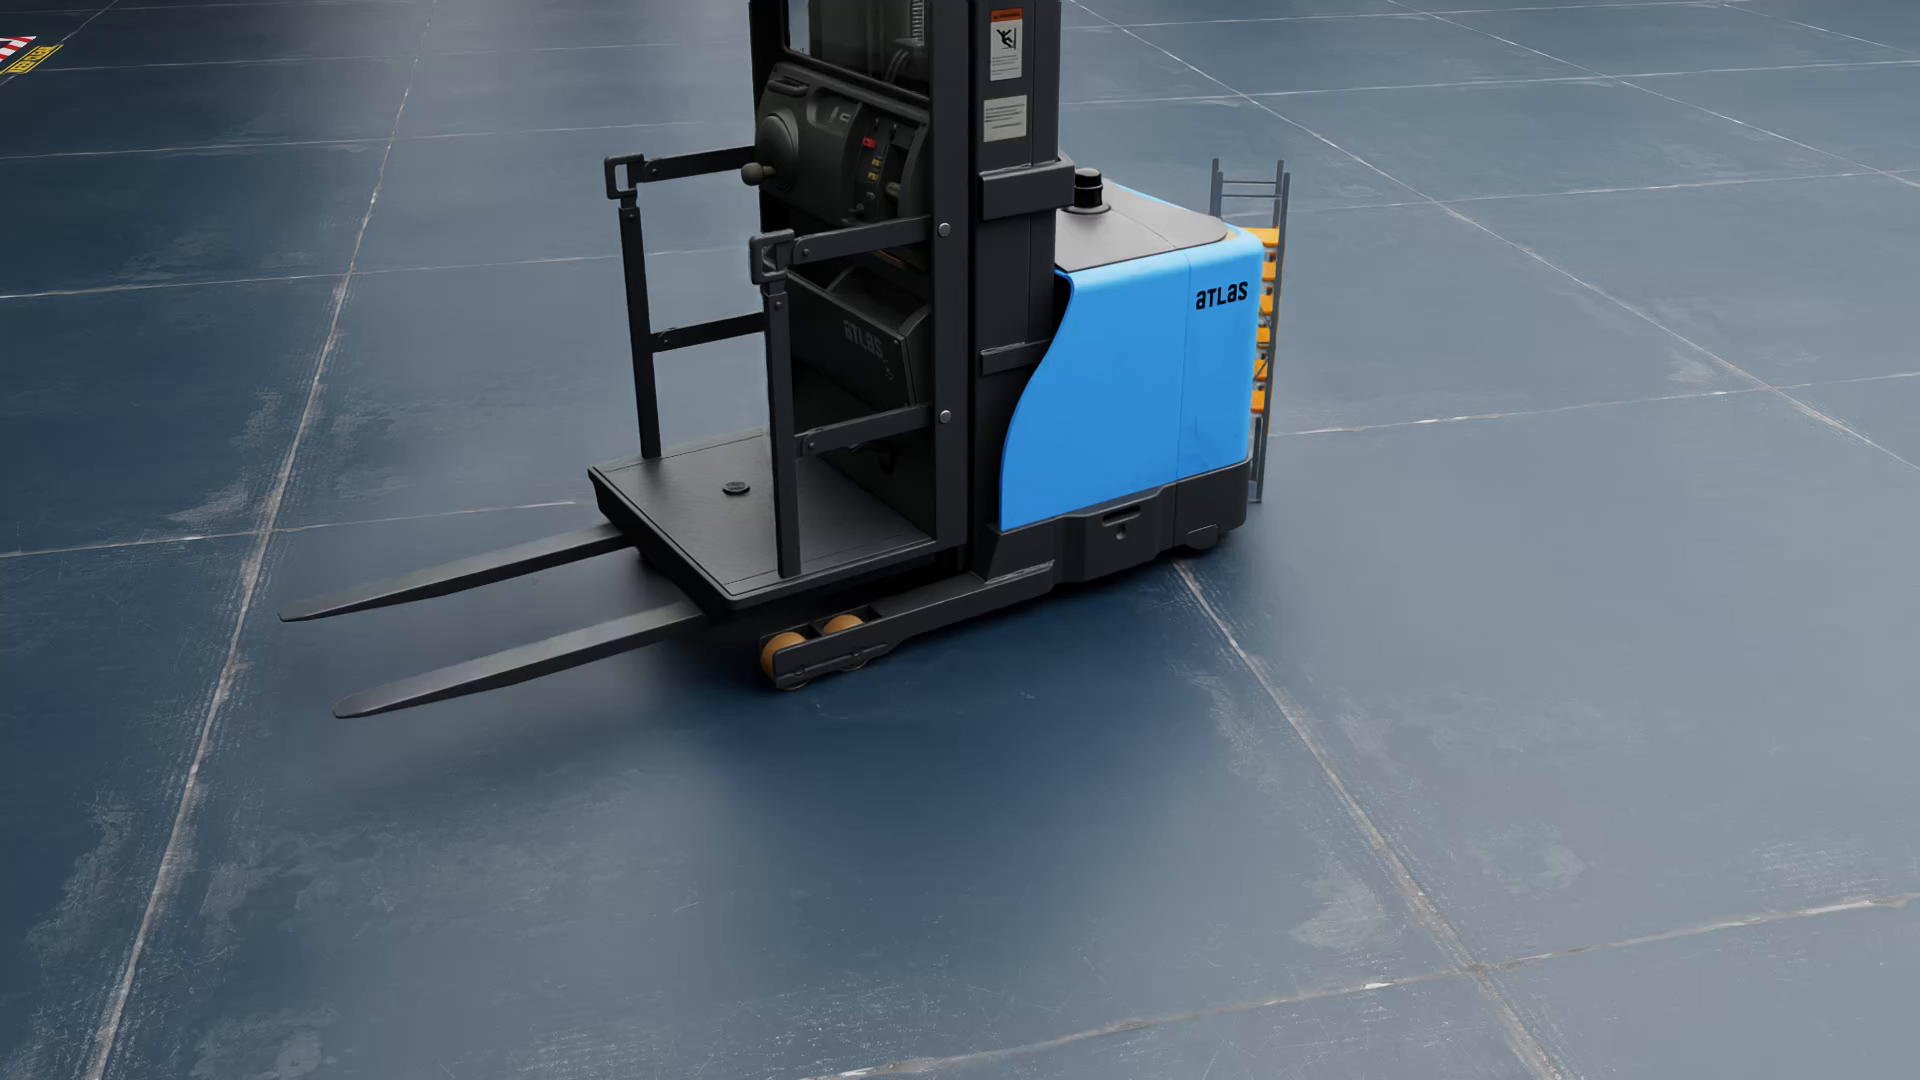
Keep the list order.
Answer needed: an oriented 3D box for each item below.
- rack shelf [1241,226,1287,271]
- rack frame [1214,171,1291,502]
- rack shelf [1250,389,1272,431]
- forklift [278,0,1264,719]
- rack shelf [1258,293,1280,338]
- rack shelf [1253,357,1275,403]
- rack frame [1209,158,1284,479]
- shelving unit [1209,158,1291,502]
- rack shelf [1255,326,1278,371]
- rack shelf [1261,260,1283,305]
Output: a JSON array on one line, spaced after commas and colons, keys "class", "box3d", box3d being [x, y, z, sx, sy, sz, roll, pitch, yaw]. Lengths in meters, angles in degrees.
[{"class": "rack shelf", "box3d": [0.976, -1.002, 5.702, 0.258, 0.103, 0.180, 1, 26, 3]}, {"class": "rack frame", "box3d": [0.971, -0.679, 5.760, 0.240, 1.200, 0.006, 1, 26, 3]}, {"class": "rack shelf", "box3d": [0.977, -0.465, 5.969, 0.258, 0.103, 0.180, 1, 26, 3]}, {"class": "forklift", "box3d": [-0.531, -1.140, 4.756, 3.031, 2.935, 1.130, -16, 31, -29]}, {"class": "rack shelf", "box3d": [0.977, -0.787, 5.808, 0.258, 0.103, 0.180, 1, 26, 3]}, {"class": "rack shelf", "box3d": [0.977, -0.572, 5.915, 0.258, 0.103, 0.180, 1, 26, 3]}, {"class": "rack frame", "box3d": [0.982, -0.760, 5.924, 0.240, 1.200, 0.006, 1, 26, 3]}, {"class": "shelving unit", "box3d": [0.977, -0.719, 5.842, 0.258, 1.200, 0.189, 1, 26, 3]}, {"class": "rack shelf", "box3d": [0.977, -0.680, 5.862, 0.258, 0.103, 0.180, 1, 26, 3]}, {"class": "rack shelf", "box3d": [0.976, -0.895, 5.755, 0.258, 0.103, 0.180, 1, 26, 3]}]
